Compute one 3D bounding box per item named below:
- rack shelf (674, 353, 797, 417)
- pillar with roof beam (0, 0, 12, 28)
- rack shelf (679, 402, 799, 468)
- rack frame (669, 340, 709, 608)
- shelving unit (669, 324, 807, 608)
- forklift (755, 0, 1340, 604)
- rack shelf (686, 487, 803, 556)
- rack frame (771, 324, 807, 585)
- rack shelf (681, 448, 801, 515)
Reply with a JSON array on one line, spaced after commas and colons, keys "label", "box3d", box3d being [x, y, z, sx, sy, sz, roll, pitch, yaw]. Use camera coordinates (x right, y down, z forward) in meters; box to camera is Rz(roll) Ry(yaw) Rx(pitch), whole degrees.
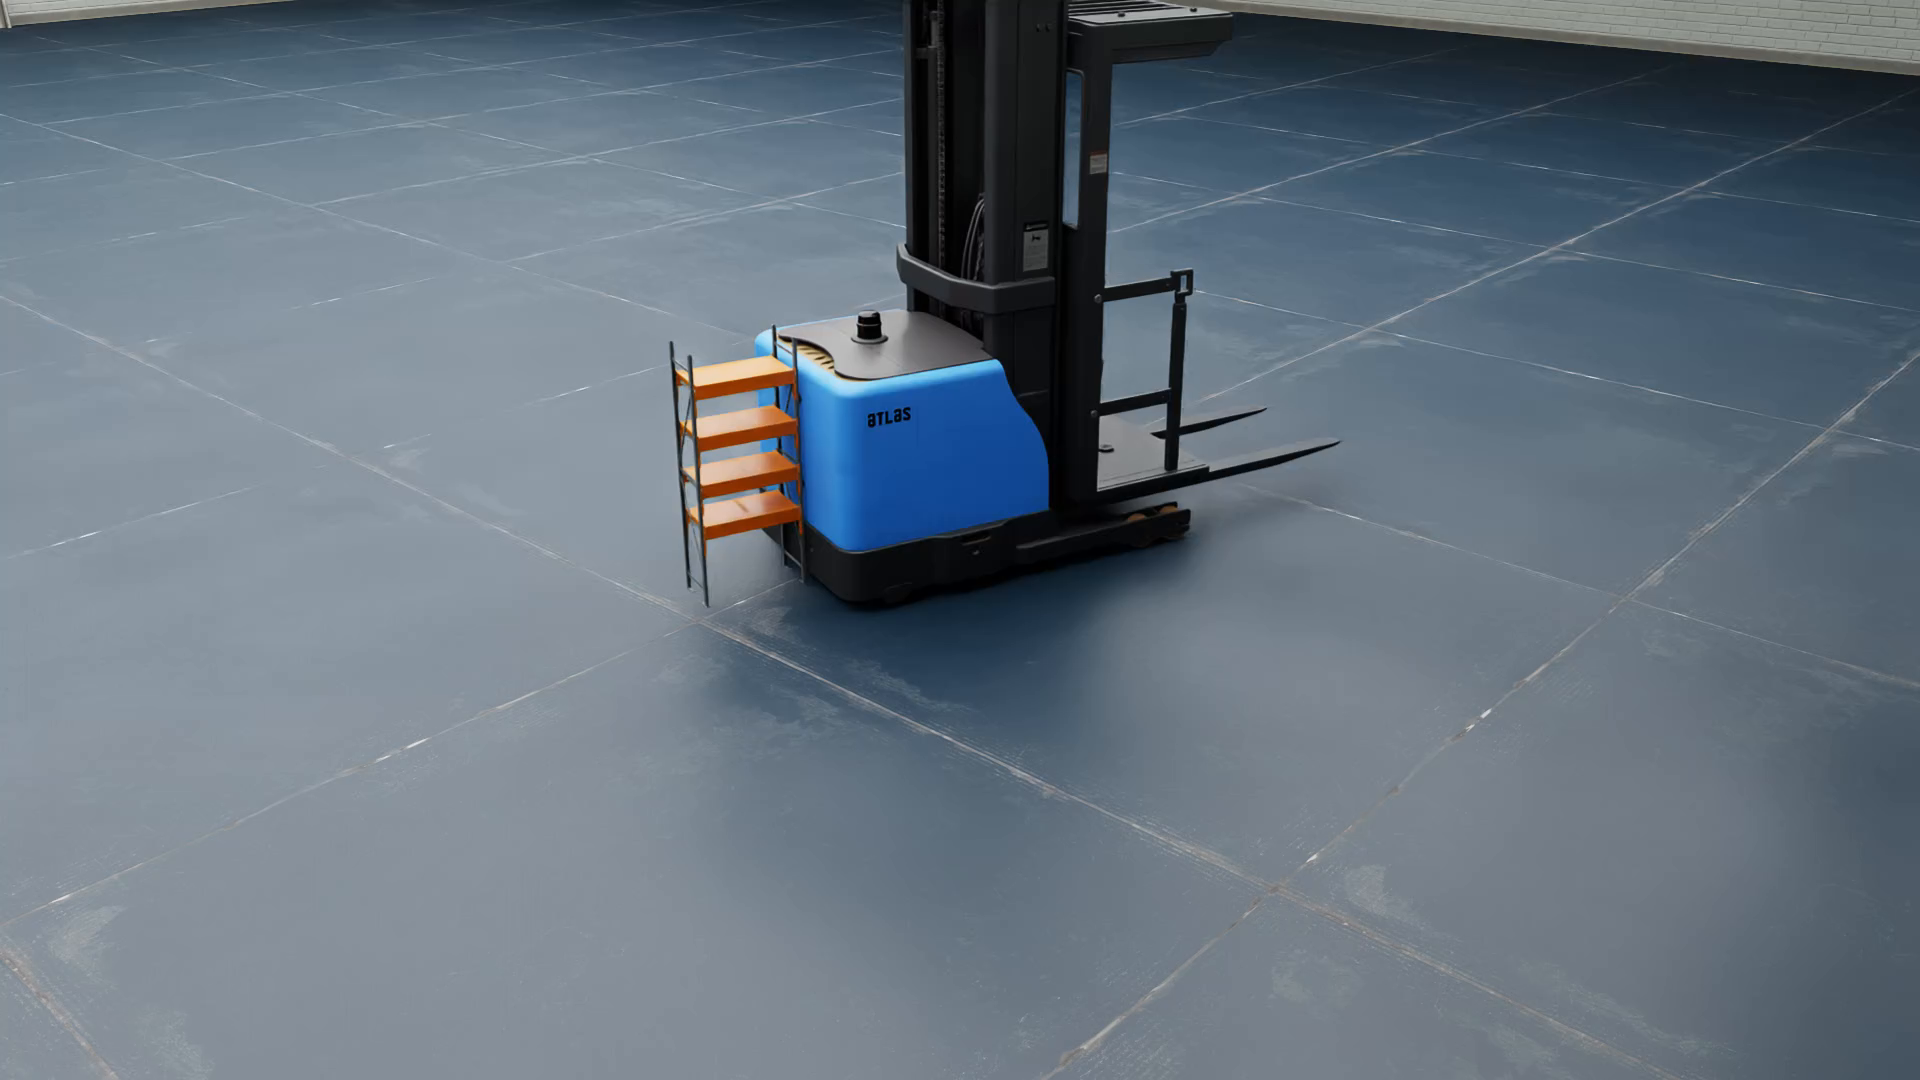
[{"label": "rack shelf", "box3d": [-0.994, -0.689, 7.359, 0.480, 0.148, 0.258, -13, 27, -27]}, {"label": "pillar with roof beam", "box3d": [-12.072, -11.034, 21.861, 9.100, 9.000, 0.400, 20, 31, 38]}, {"label": "rack shelf", "box3d": [-0.994, -0.473, 7.456, 0.480, 0.148, 0.258, -13, 27, -27]}, {"label": "rack frame", "box3d": [-1.206, -0.281, 7.410, 0.015, 1.200, 0.240, -13, 27, -27]}, {"label": "shelving unit", "box3d": [-0.994, -0.330, 7.520, 0.503, 1.200, 0.258, -13, 27, -27]}, {"label": "forklift", "box3d": [0.556, -1.473, 7.953, 3.031, 2.935, 1.130, -13, 27, -27]}, {"label": "rack shelf", "box3d": [-0.994, -0.088, 7.629, 0.480, 0.148, 0.258, -13, 27, -27]}, {"label": "rack frame", "box3d": [-0.783, -0.380, 7.631, 0.015, 1.200, 0.240, -13, 27, -27]}, {"label": "rack shelf", "box3d": [-0.994, -0.269, 7.548, 0.480, 0.148, 0.258, -13, 27, -27]}]
